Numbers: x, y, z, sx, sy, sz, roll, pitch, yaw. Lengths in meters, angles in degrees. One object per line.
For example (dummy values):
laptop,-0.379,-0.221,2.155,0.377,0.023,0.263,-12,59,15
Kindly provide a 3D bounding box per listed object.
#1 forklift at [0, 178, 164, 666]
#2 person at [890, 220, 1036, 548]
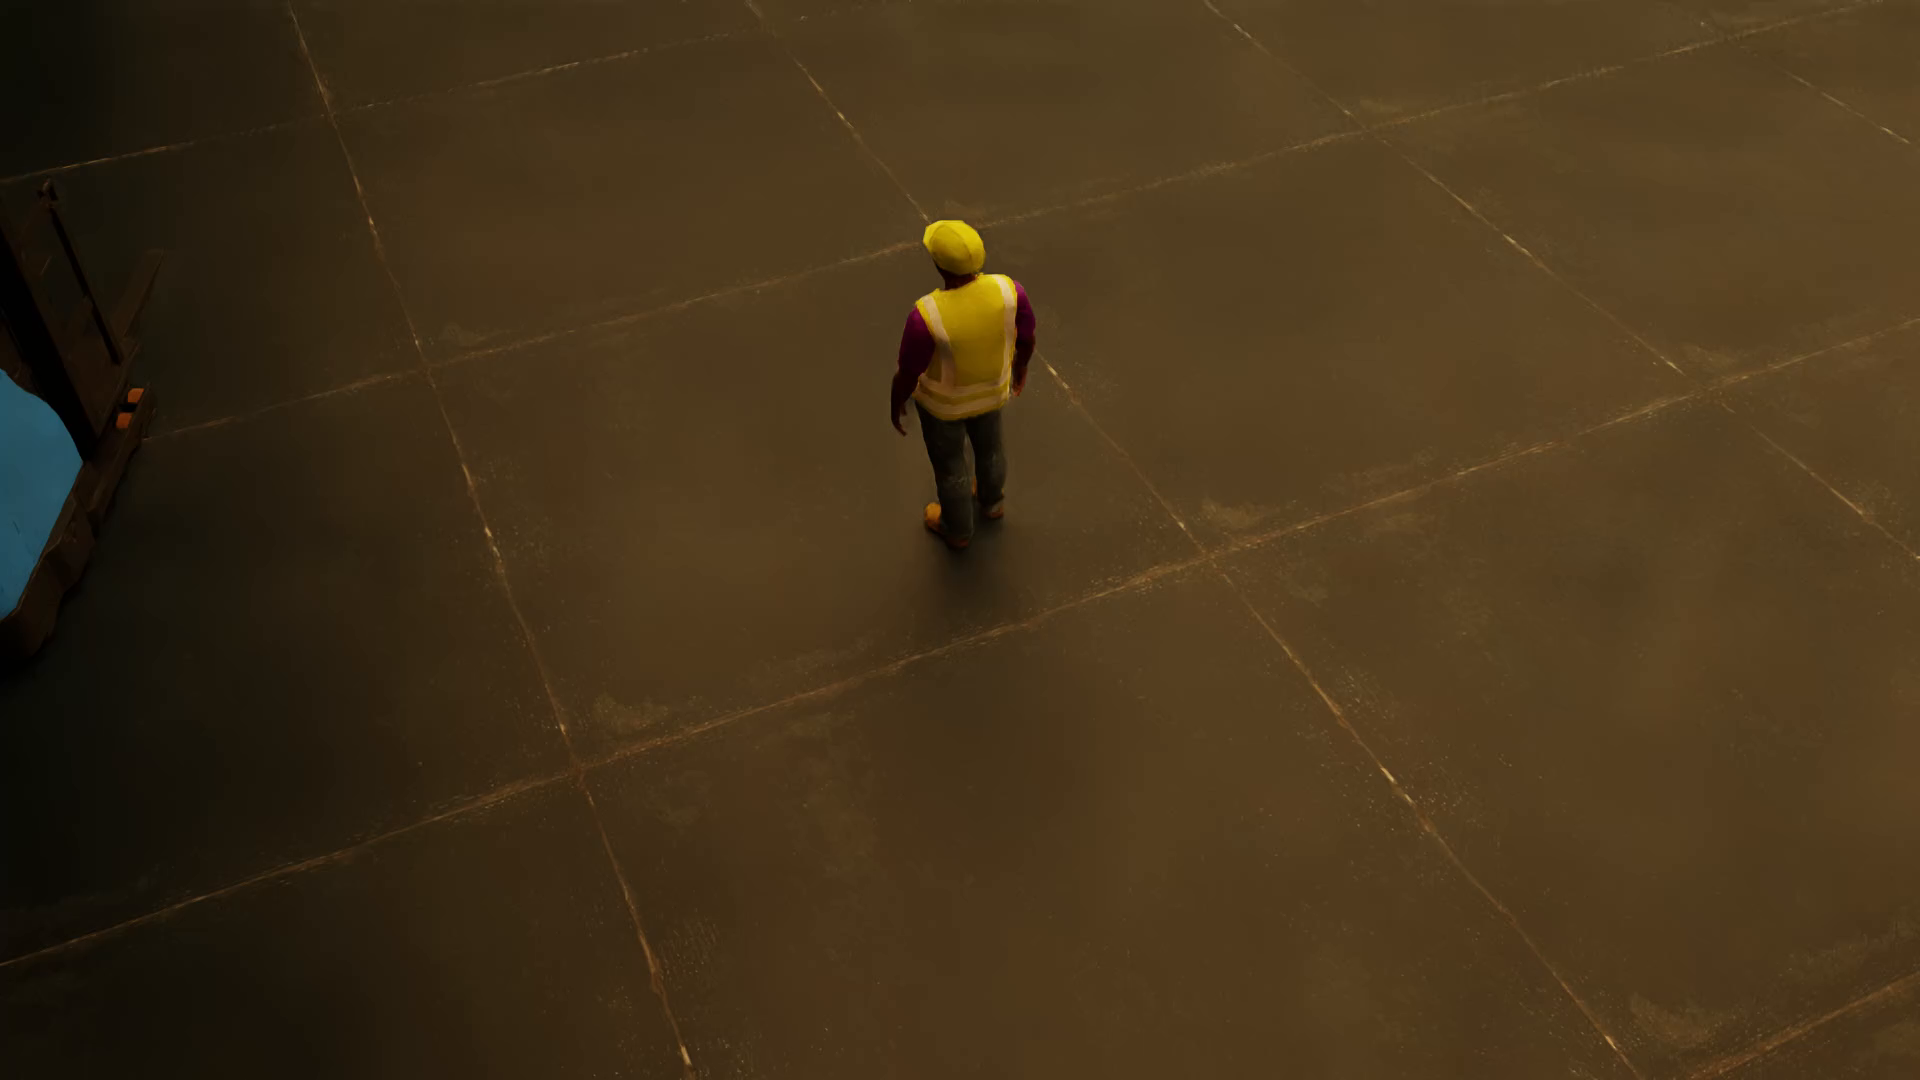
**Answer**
forklift,-4.639,-1.486,7.272,1.130,2.935,3.031,-3,43,-4
person,-0.024,-0.696,7.269,0.665,1.766,0.576,-18,46,-18
